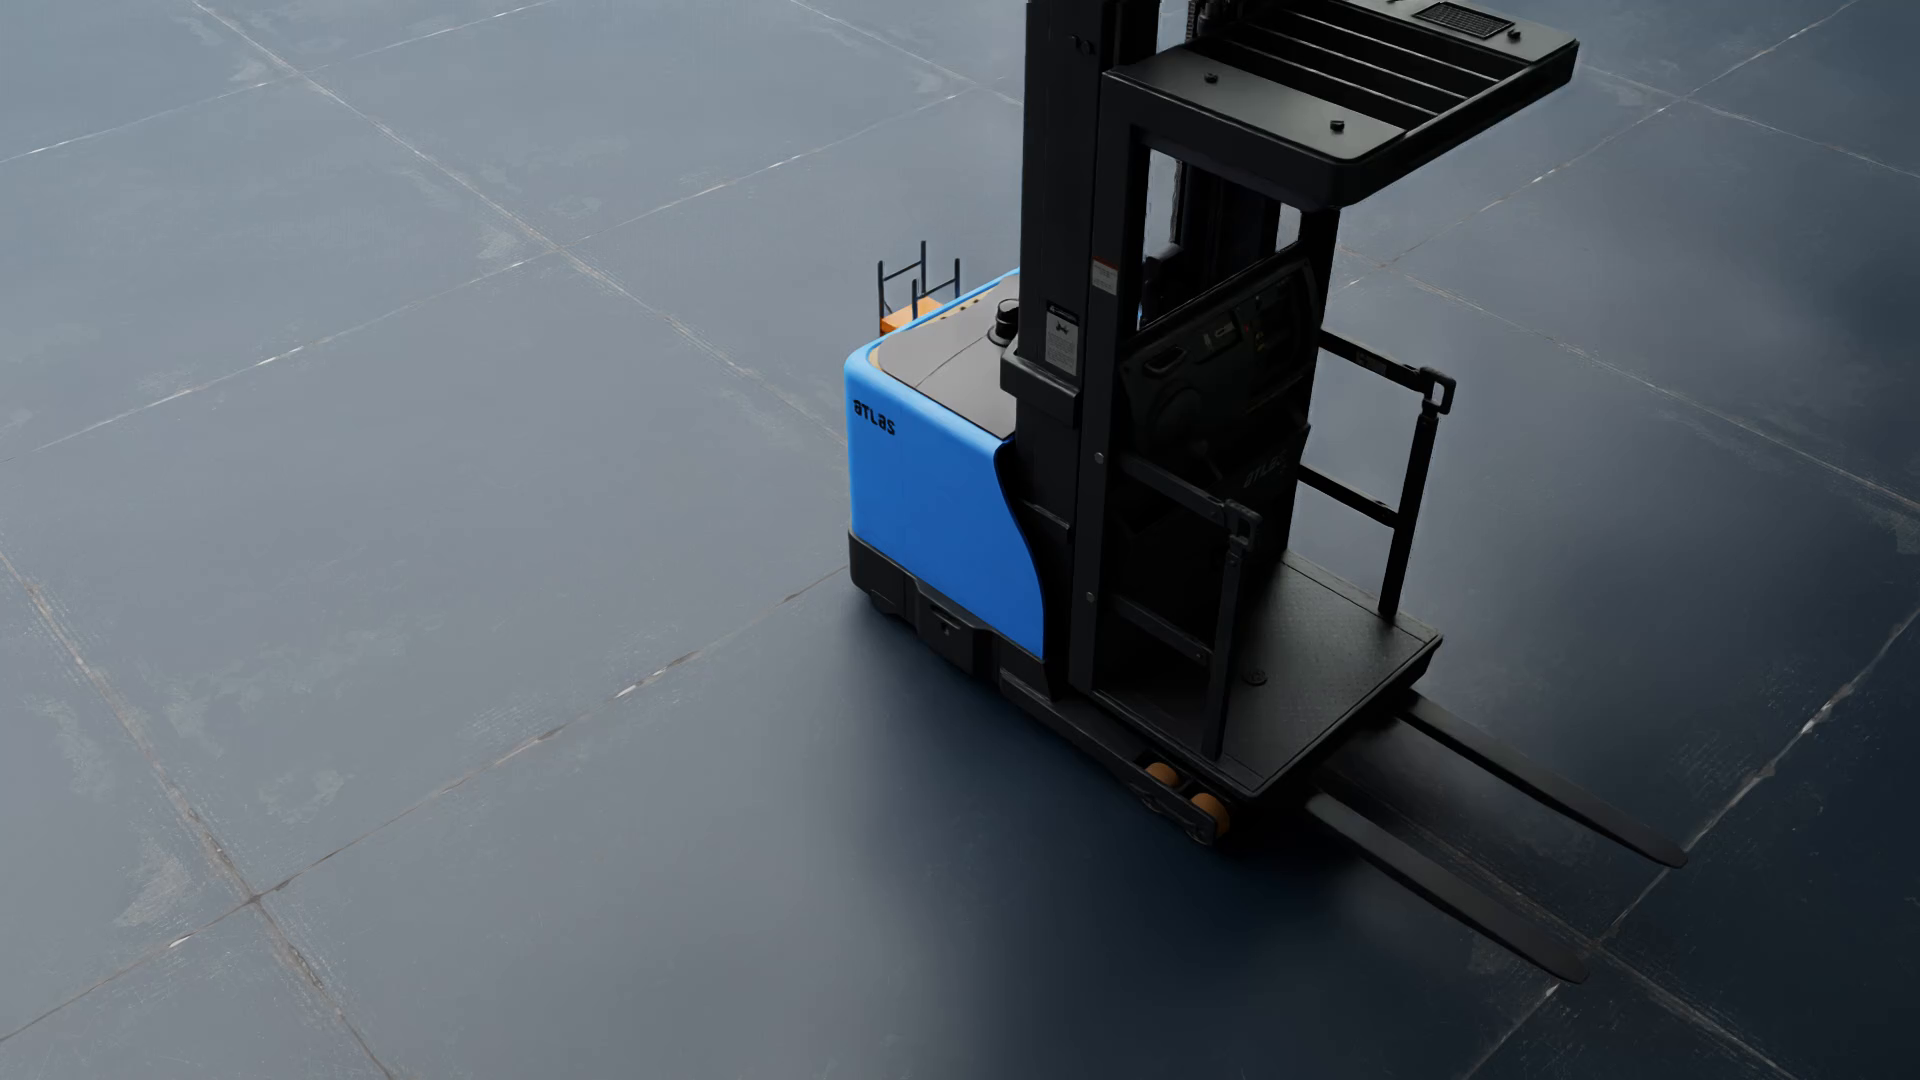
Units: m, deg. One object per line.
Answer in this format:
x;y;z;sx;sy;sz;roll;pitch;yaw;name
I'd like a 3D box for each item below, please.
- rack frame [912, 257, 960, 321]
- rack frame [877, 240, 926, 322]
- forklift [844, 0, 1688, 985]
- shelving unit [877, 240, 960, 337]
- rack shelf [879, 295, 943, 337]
-0.087;-0.522;6.441;0.240;1.200;0.006;-32;49;-33;rack frame
-0.216;-0.604;6.543;0.240;1.200;0.006;-32;49;-33;rack frame
0.967;-0.506;5.044;1.130;2.935;3.031;-32;49;-33;forklift
-0.152;-0.563;6.492;0.258;1.200;0.189;-32;49;-33;shelving unit
-0.152;-0.808;6.294;0.258;0.103;0.180;-32;49;-33;rack shelf
